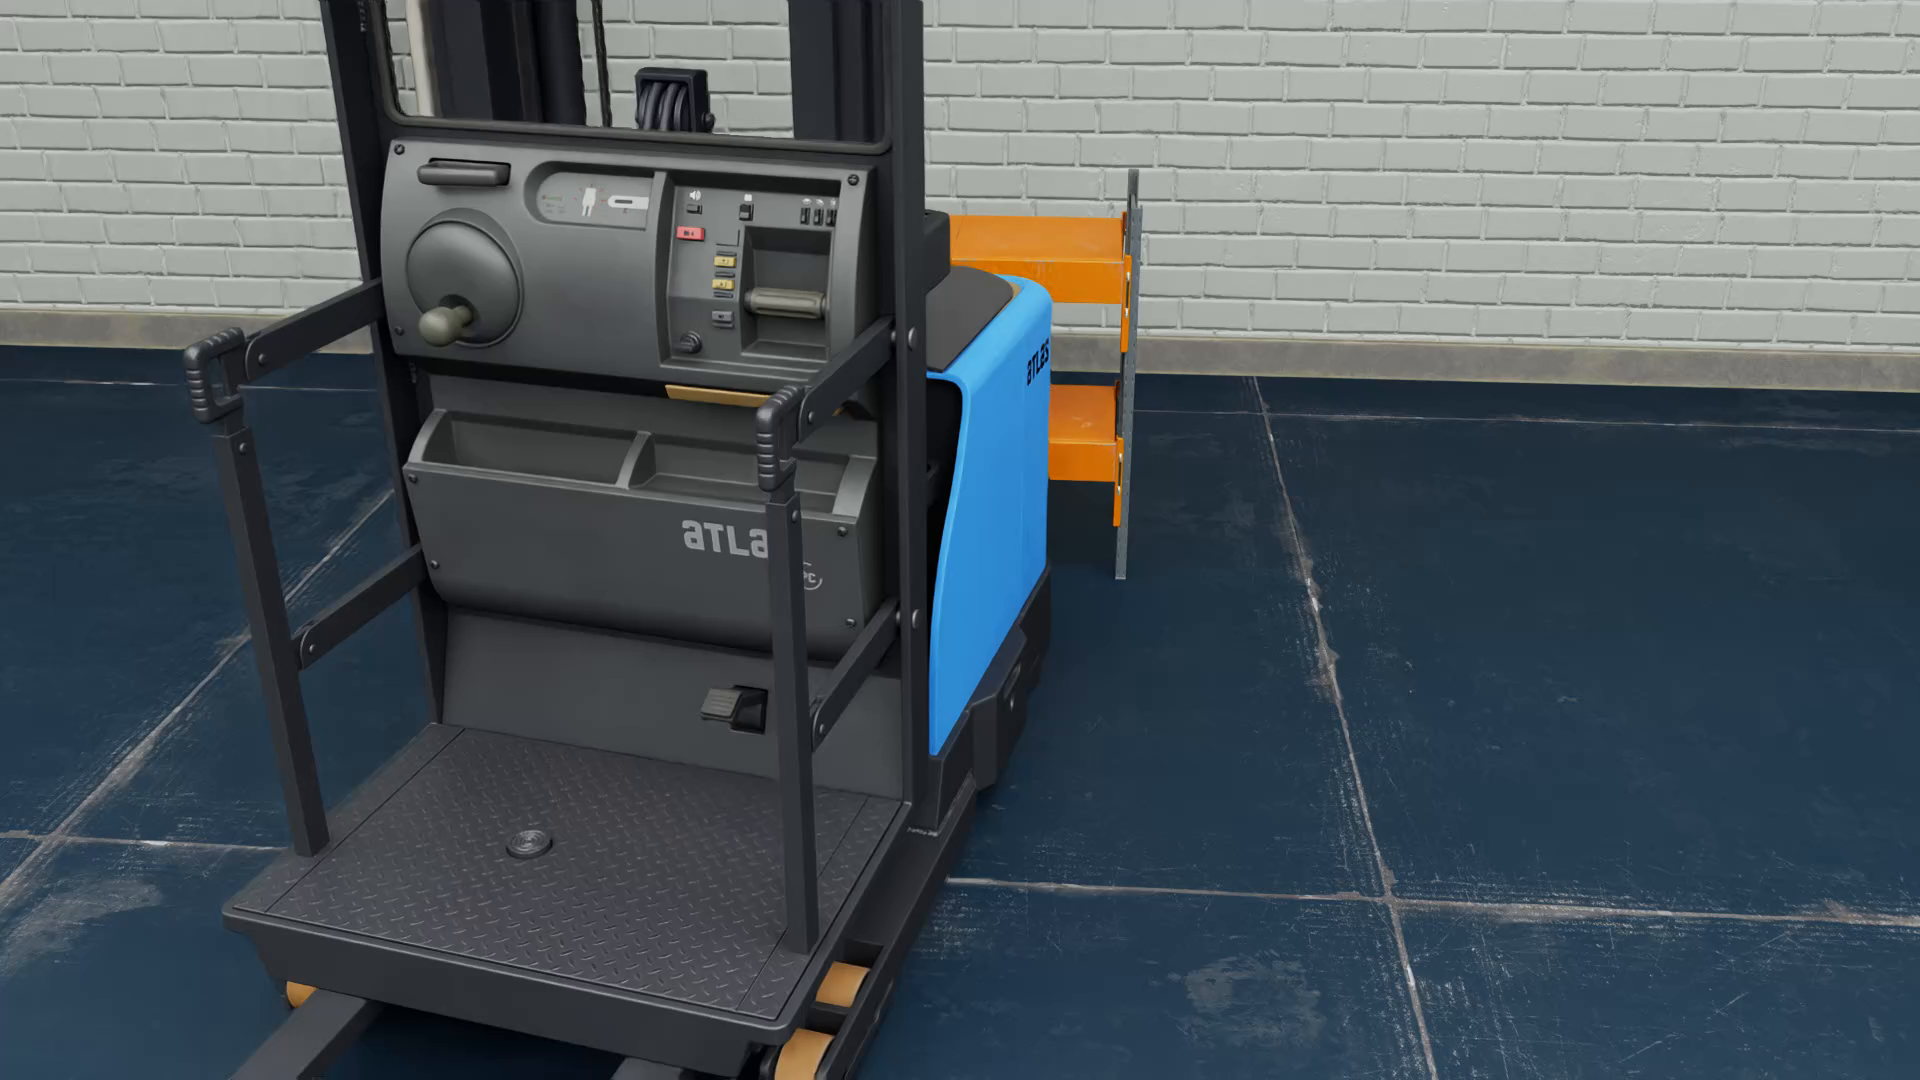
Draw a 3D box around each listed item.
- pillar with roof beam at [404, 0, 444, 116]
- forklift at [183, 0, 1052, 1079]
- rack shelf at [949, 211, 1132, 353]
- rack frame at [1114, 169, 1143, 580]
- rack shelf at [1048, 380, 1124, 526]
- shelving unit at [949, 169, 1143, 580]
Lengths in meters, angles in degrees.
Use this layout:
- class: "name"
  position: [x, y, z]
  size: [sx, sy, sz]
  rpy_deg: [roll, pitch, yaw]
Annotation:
- class: "pillar with roof beam"
  position: [-2.144, -2.998, 1.000]
  size: [0.400, 9.000, 9.100]
  rpy_deg: [2, 25, 4]
- class: "forklift"
  position: [-0.668, -0.471, 2.768]
  size: [1.130, 2.935, 3.031]
  rpy_deg: [7, 26, 15]
- class: "rack shelf"
  position: [-0.007, -0.777, 4.893]
  size: [1.000, 0.278, 0.538]
  rpy_deg: [2, 25, 4]
- class: "rack frame"
  position: [0.500, -0.495, 4.980]
  size: [0.032, 1.125, 0.500]
  rpy_deg: [2, 25, 4]
- class: "rack shelf"
  position: [-0.007, -0.289, 5.118]
  size: [1.000, 0.278, 0.538]
  rpy_deg: [2, 25, 4]
- class: "shelving unit"
  position: [-0.007, -0.511, 5.015]
  size: [1.048, 1.125, 0.538]
  rpy_deg: [2, 25, 4]
